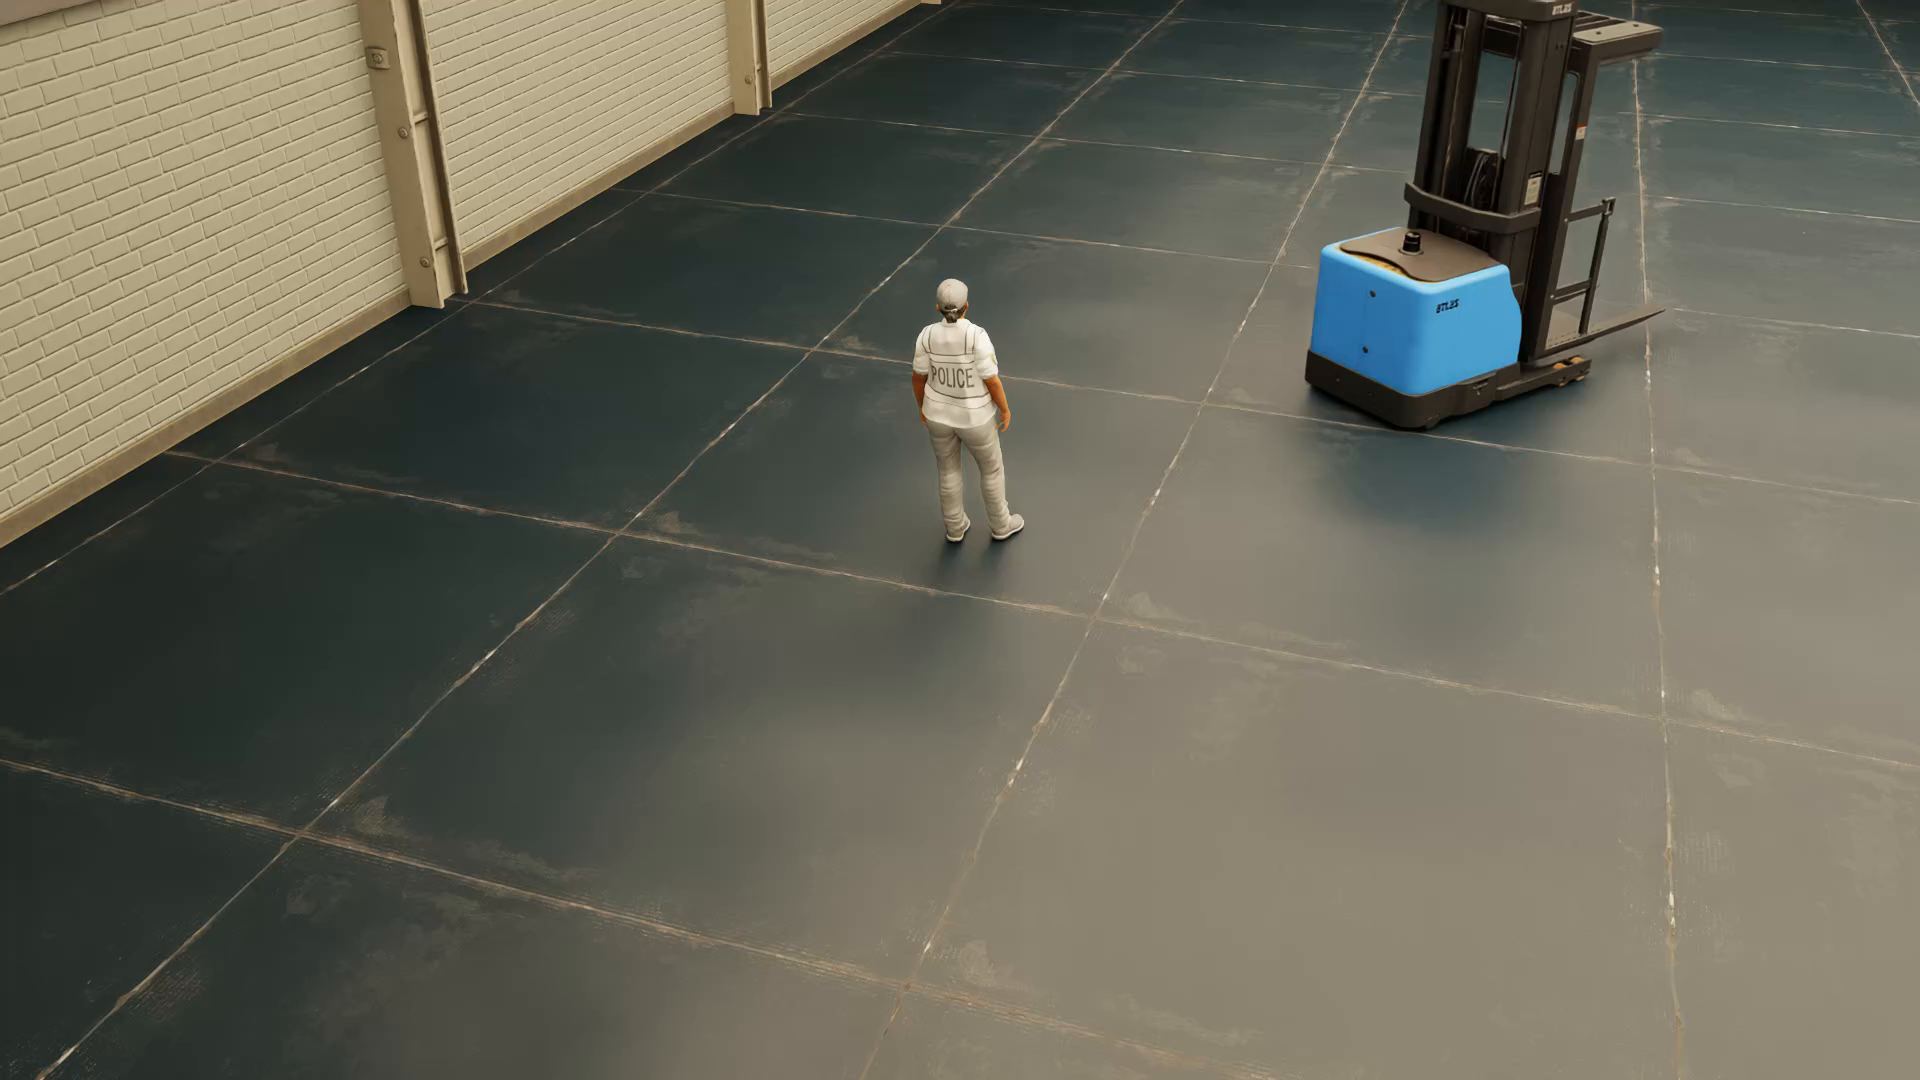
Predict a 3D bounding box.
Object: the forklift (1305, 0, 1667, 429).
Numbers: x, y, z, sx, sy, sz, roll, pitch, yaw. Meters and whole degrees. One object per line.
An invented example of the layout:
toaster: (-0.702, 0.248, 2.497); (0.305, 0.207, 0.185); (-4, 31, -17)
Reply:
forklift: (3.992, -2.583, 11.668); (3.031, 2.935, 1.130); (-18, 34, -29)

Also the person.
person: (0.047, -0.762, 9.736); (0.598, 1.670, 0.529); (10, 31, 16)
